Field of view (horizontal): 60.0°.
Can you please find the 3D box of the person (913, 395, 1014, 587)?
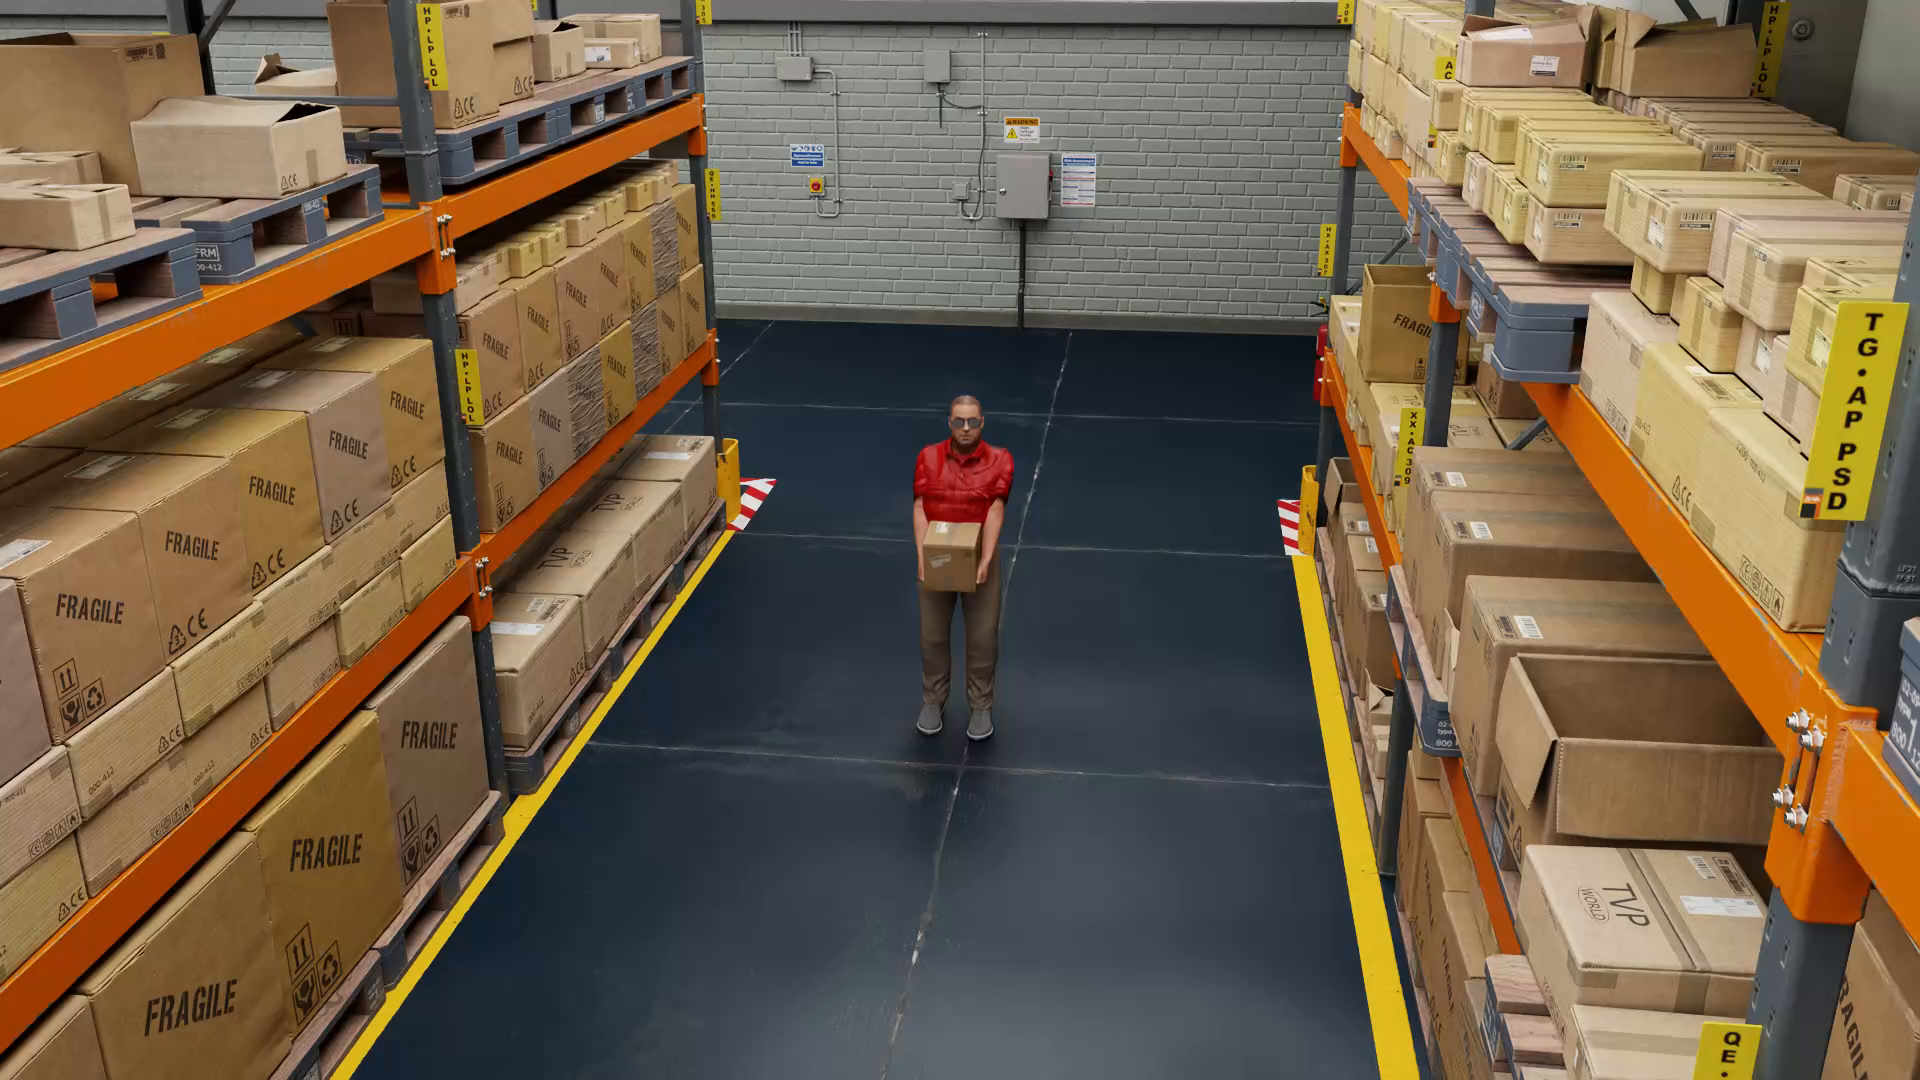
[{"bbox_3d":[0.001,-0.244,8.048,0.494,0.852,0.523,3,21,7],"label":"person"}]
